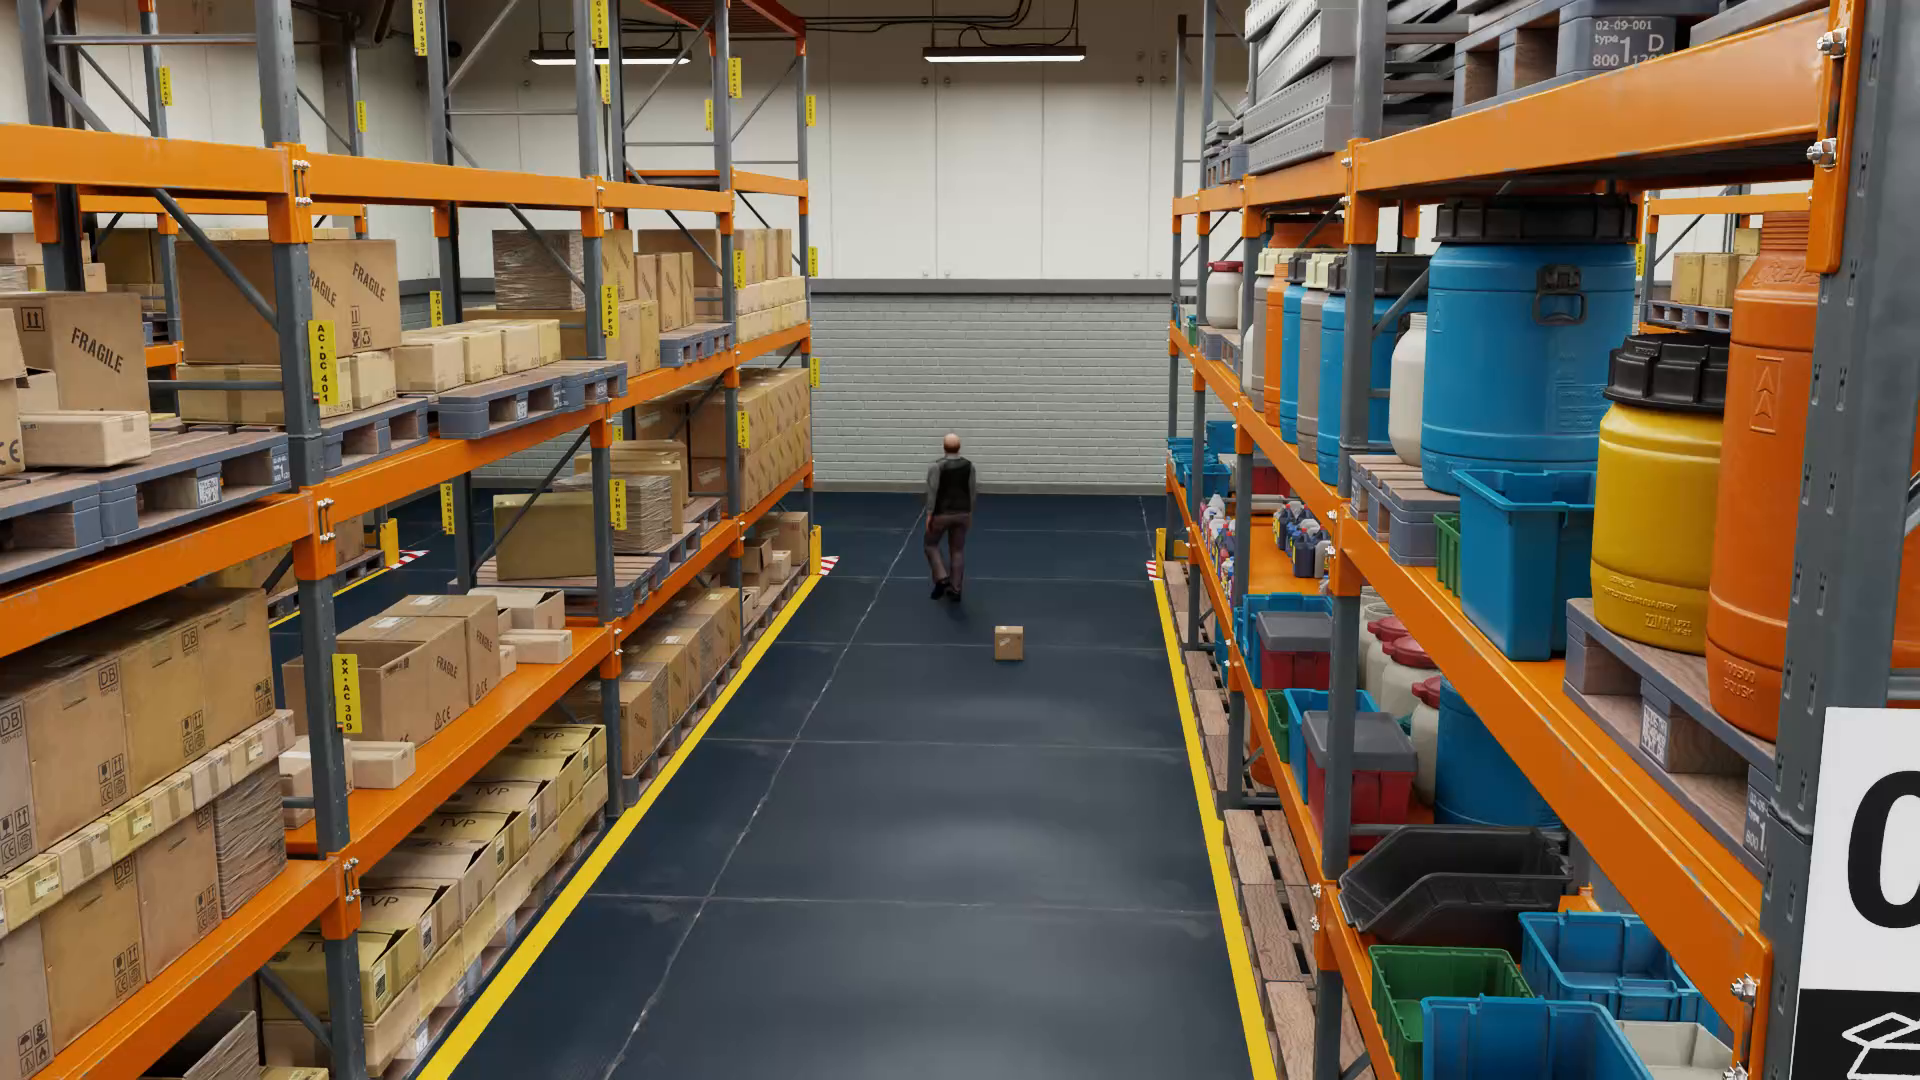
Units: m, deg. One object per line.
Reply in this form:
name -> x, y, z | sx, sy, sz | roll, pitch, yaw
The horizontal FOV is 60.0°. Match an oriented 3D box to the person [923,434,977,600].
person -> -0.115, -0.241, 17.204 | 0.565, 1.749, 0.470 | -3, 11, -17
